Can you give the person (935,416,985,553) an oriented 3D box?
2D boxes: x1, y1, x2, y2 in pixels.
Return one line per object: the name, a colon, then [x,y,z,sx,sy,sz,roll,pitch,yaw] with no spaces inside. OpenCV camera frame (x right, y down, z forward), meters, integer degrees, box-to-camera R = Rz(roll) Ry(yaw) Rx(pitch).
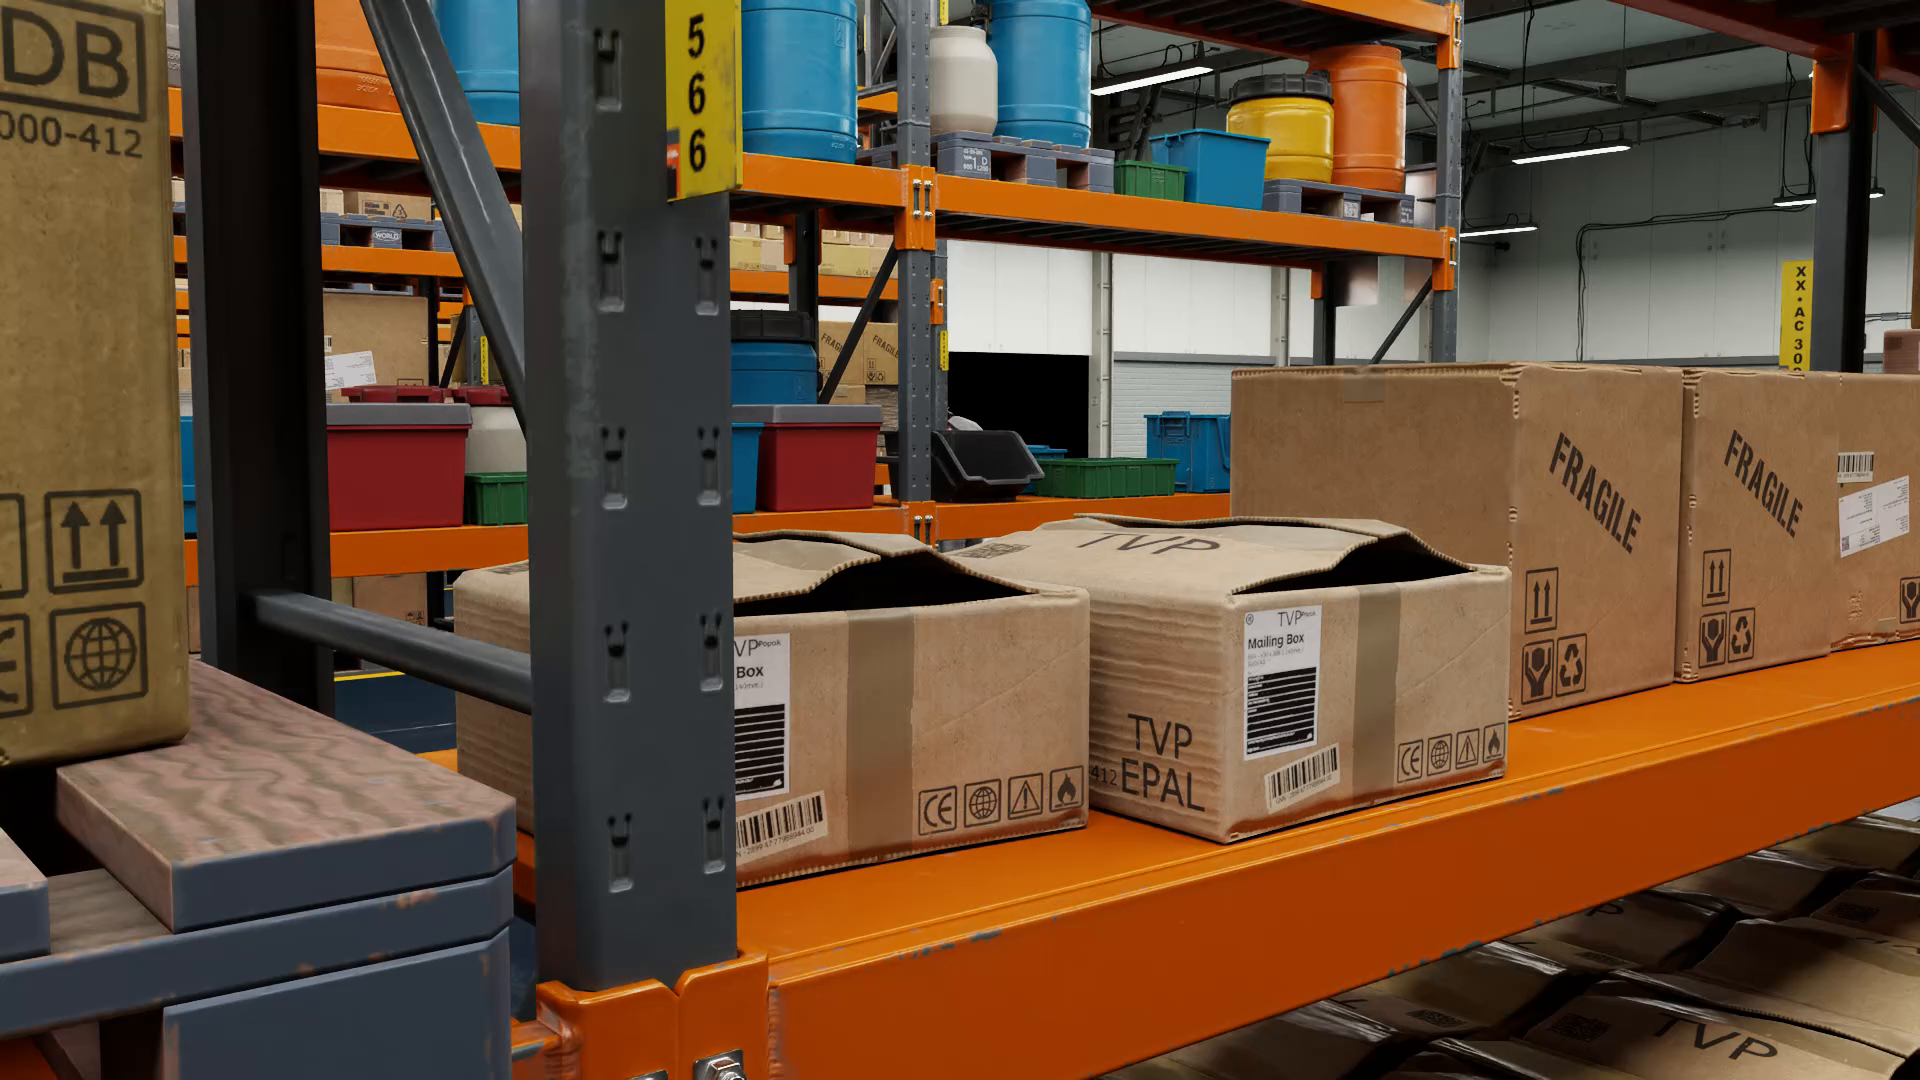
person: [-0.029,-0.087,12.538,0.588,1.697,0.533,-4,6,-39]
